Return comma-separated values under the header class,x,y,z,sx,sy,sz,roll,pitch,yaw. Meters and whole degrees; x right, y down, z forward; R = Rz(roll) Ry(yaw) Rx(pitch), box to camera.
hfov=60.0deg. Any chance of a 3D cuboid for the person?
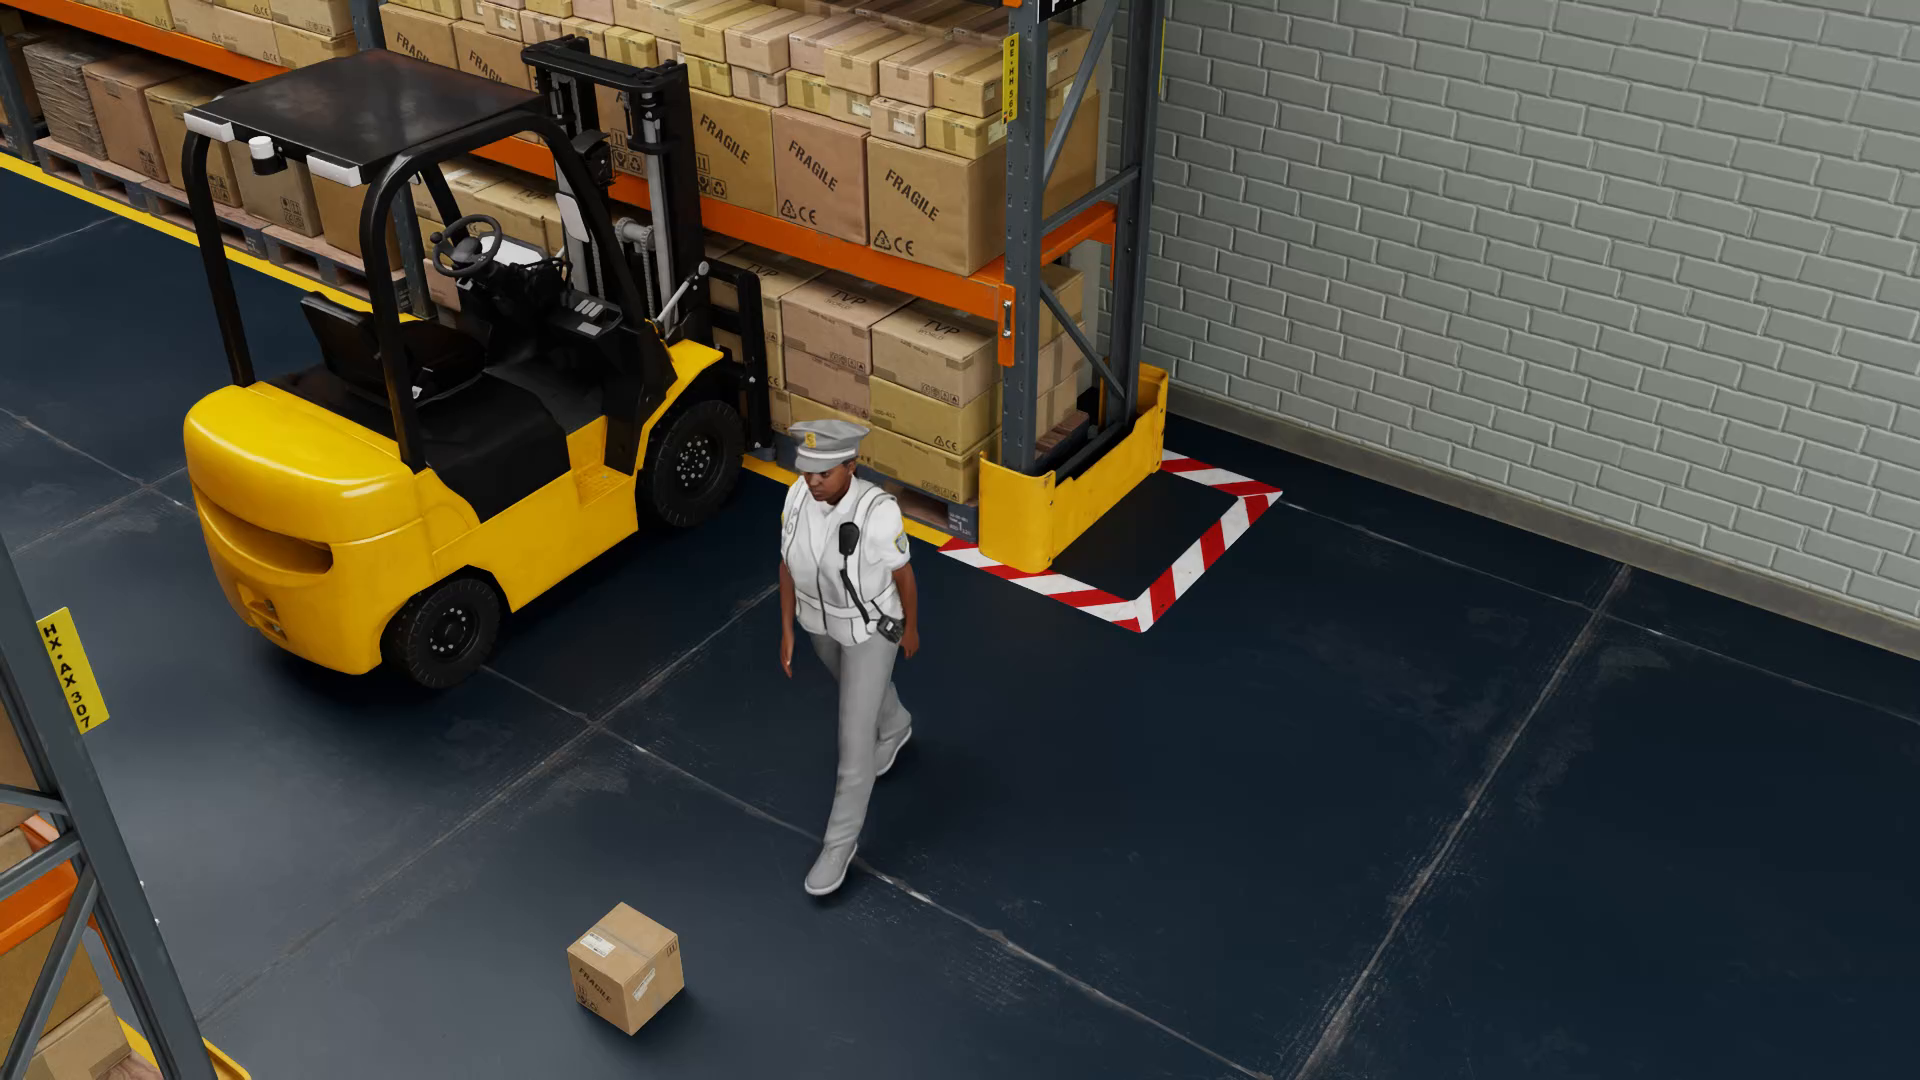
class,x,y,z,sx,sy,sz,roll,pitch,yaw
person,-0.413,0.305,5.660,0.463,1.642,0.893,21,40,27
